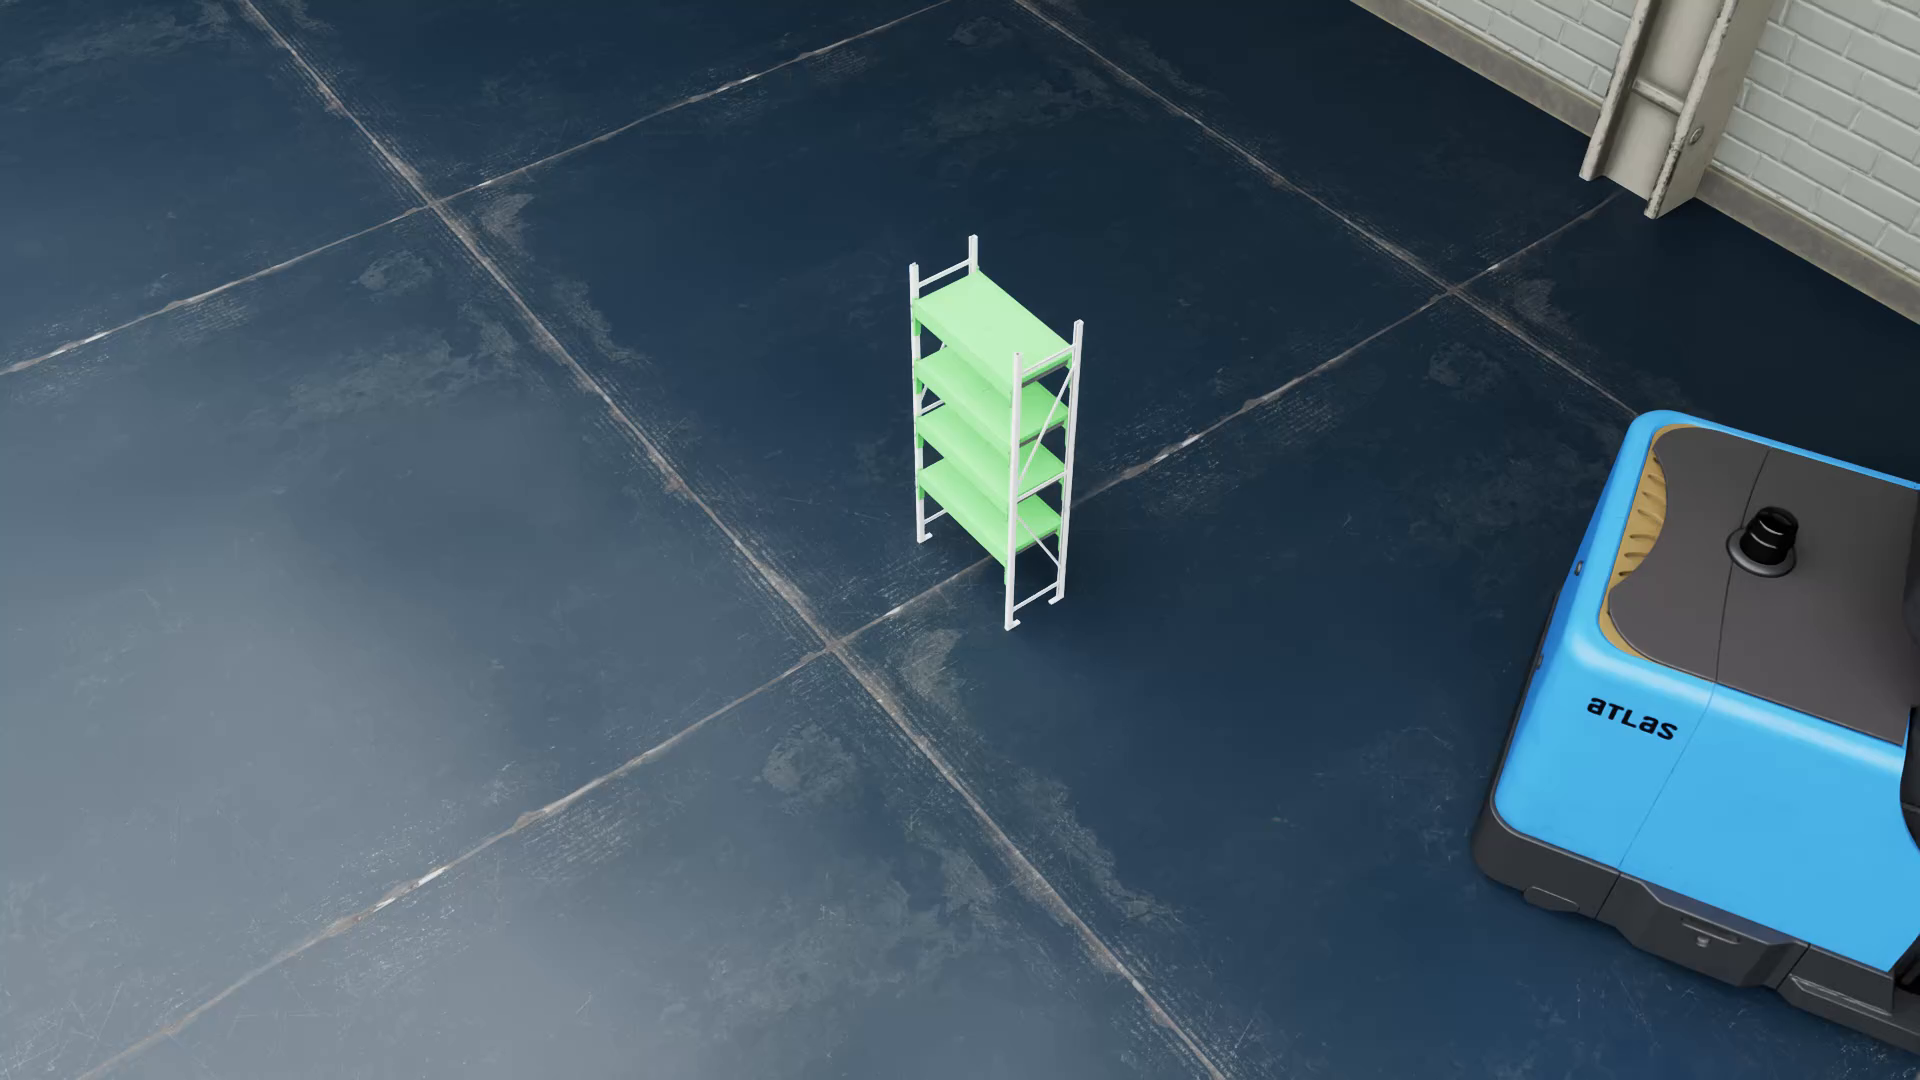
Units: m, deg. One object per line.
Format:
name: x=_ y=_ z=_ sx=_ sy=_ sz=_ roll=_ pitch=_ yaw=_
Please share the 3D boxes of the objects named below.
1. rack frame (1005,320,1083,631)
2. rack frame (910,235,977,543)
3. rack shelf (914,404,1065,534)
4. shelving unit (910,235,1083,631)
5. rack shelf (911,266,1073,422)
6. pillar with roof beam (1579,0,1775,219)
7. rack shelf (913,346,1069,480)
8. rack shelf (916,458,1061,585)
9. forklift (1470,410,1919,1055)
rack frame: x=0.248 y=-0.162 z=5.087 sx=0.240 sy=1.200 sz=0.015 roll=-29 pitch=54 yaw=-24
rack frame: x=-0.048 y=-0.449 z=5.347 sx=0.240 sy=1.200 sz=0.015 roll=-29 pitch=54 yaw=-24
rack shelf: x=0.100 y=-0.262 z=5.264 sx=0.258 sy=0.148 sz=0.480 roll=-29 pitch=54 yaw=-24
shelving unit: x=0.100 y=-0.305 z=5.217 sx=0.258 sy=1.200 sz=0.503 roll=-29 pitch=54 yaw=-24
rack shelf: x=0.100 y=-0.585 z=4.909 sx=0.258 sy=0.148 sz=0.480 roll=-29 pitch=54 yaw=-24
pillar with roof beam: x=-0.516 y=-2.618 z=2.049 sx=9.100 sy=9.000 sz=0.400 roll=-29 pitch=54 yaw=-24
rack shelf: x=0.100 y=-0.424 z=5.087 sx=0.258 sy=0.148 sz=0.480 roll=-29 pitch=54 yaw=-24
rack shelf: x=0.100 y=-0.101 z=5.442 sx=0.258 sy=0.148 sz=0.480 roll=-29 pitch=54 yaw=-24
forklift: x=3.039 y=0.155 z=3.631 sx=3.031 sy=2.935 sz=1.130 roll=20 pitch=51 yaw=17
